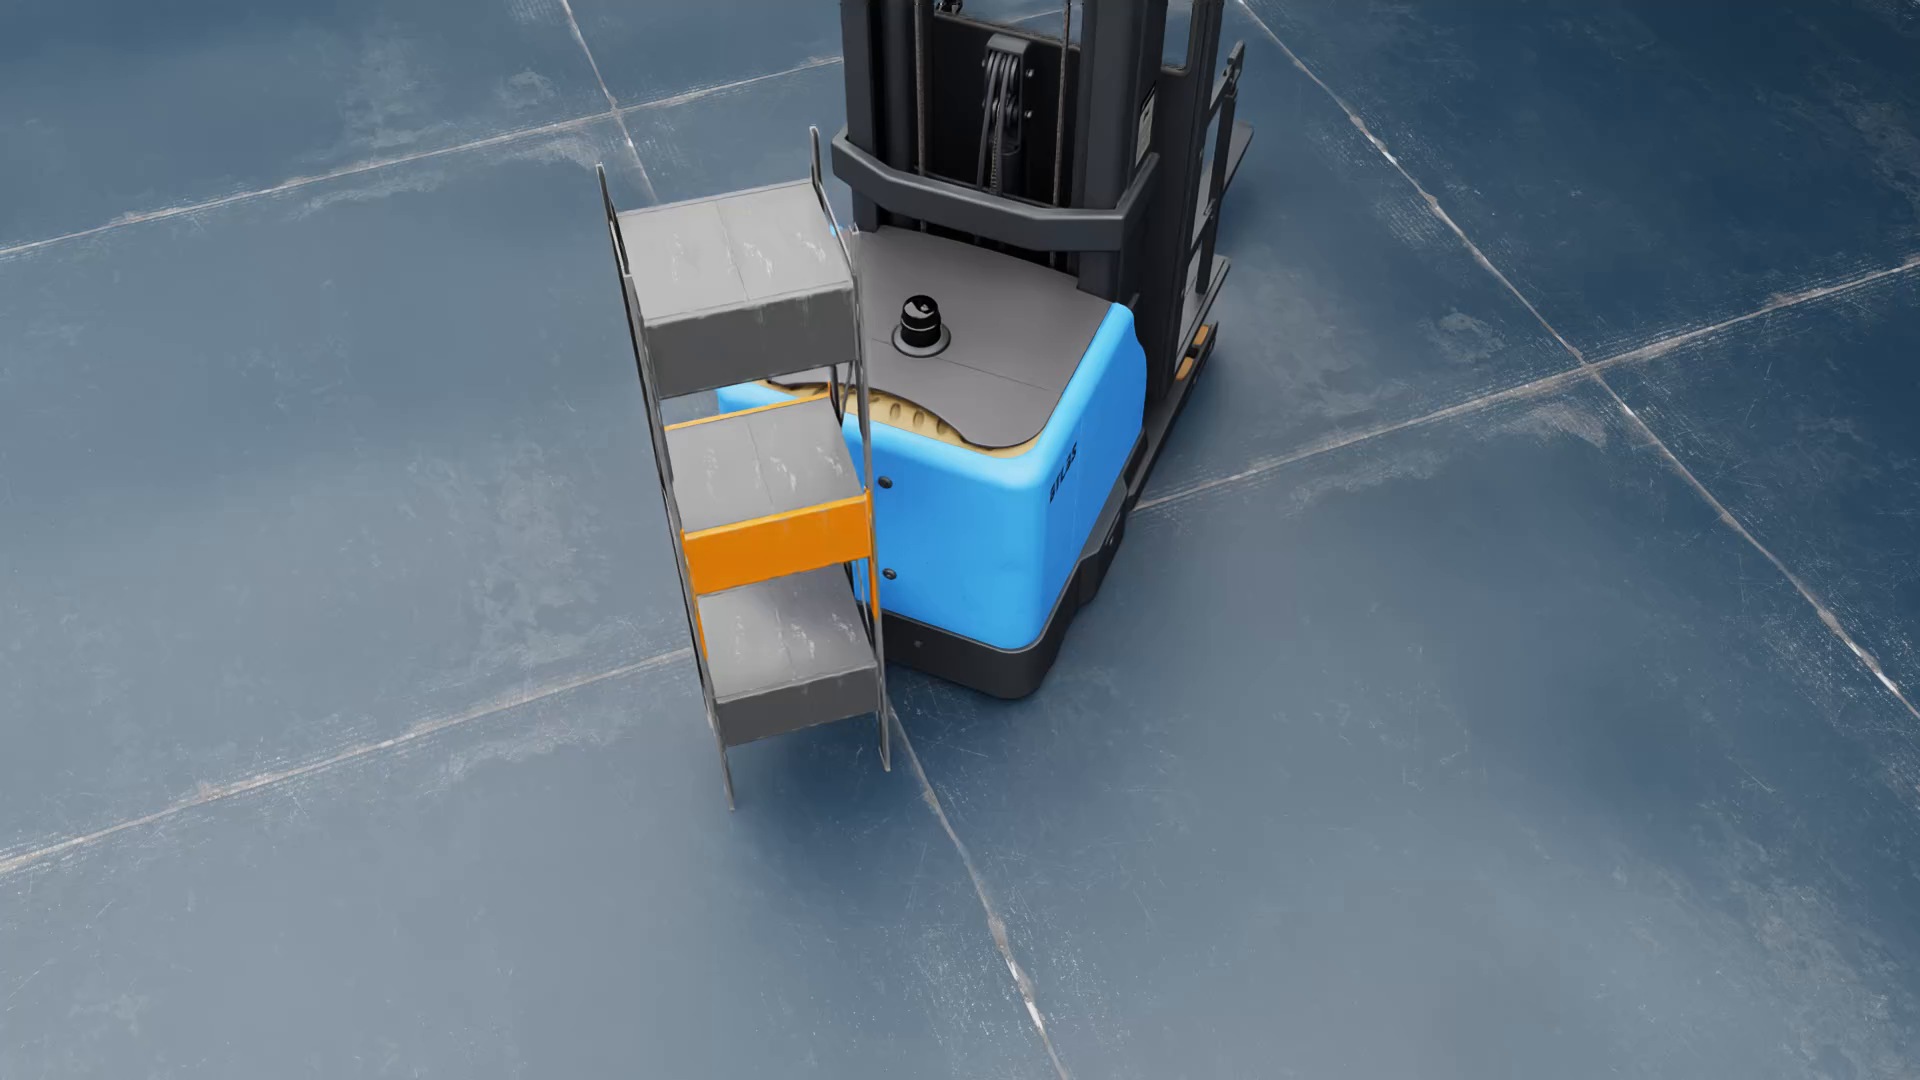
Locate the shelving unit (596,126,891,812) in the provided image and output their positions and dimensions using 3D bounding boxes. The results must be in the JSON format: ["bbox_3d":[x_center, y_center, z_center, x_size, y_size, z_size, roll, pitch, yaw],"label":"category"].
[{"bbox_3d":[-0.513,-0.061,4.418,0.503,2.100,0.431,-13,51,-11],"label":"shelving unit"}]

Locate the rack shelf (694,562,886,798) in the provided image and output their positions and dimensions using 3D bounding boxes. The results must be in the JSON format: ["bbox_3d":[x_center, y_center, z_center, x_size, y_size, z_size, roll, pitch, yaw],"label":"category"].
[{"bbox_3d":[-0.513,0.404,4.959,0.480,0.518,0.431,-13,51,-11],"label":"rack shelf"}]

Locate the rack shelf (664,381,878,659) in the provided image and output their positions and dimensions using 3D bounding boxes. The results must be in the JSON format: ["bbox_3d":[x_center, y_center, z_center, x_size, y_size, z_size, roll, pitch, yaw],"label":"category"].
[{"bbox_3d":[-0.513,-0.052,4.428,0.480,0.518,0.431,-13,51,-11],"label":"rack shelf"}]

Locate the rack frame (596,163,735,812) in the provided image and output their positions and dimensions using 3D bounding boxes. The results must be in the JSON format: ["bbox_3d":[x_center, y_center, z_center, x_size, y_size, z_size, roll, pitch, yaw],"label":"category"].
[{"bbox_3d":[-0.746,-0.007,4.372,0.015,2.100,0.400,-13,51,-11],"label":"rack frame"}]

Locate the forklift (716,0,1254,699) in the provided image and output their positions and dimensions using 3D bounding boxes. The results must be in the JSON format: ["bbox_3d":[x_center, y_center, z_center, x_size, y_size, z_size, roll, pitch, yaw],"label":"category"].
[{"bbox_3d":[0.325,-1.596,5.189,1.130,2.935,3.031,18,52,15],"label":"forklift"}]

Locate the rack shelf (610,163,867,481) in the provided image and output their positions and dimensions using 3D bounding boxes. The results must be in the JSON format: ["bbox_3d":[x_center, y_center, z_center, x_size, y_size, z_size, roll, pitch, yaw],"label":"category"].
[{"bbox_3d":[-0.513,-0.508,3.897,0.480,0.518,0.431,-13,51,-11],"label":"rack shelf"}]

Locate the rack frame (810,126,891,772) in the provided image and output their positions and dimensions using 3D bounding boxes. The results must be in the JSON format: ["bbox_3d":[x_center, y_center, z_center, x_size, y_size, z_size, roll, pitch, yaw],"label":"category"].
[{"bbox_3d":[-0.279,-0.114,4.464,0.015,2.100,0.400,-13,51,-11],"label":"rack frame"}]
